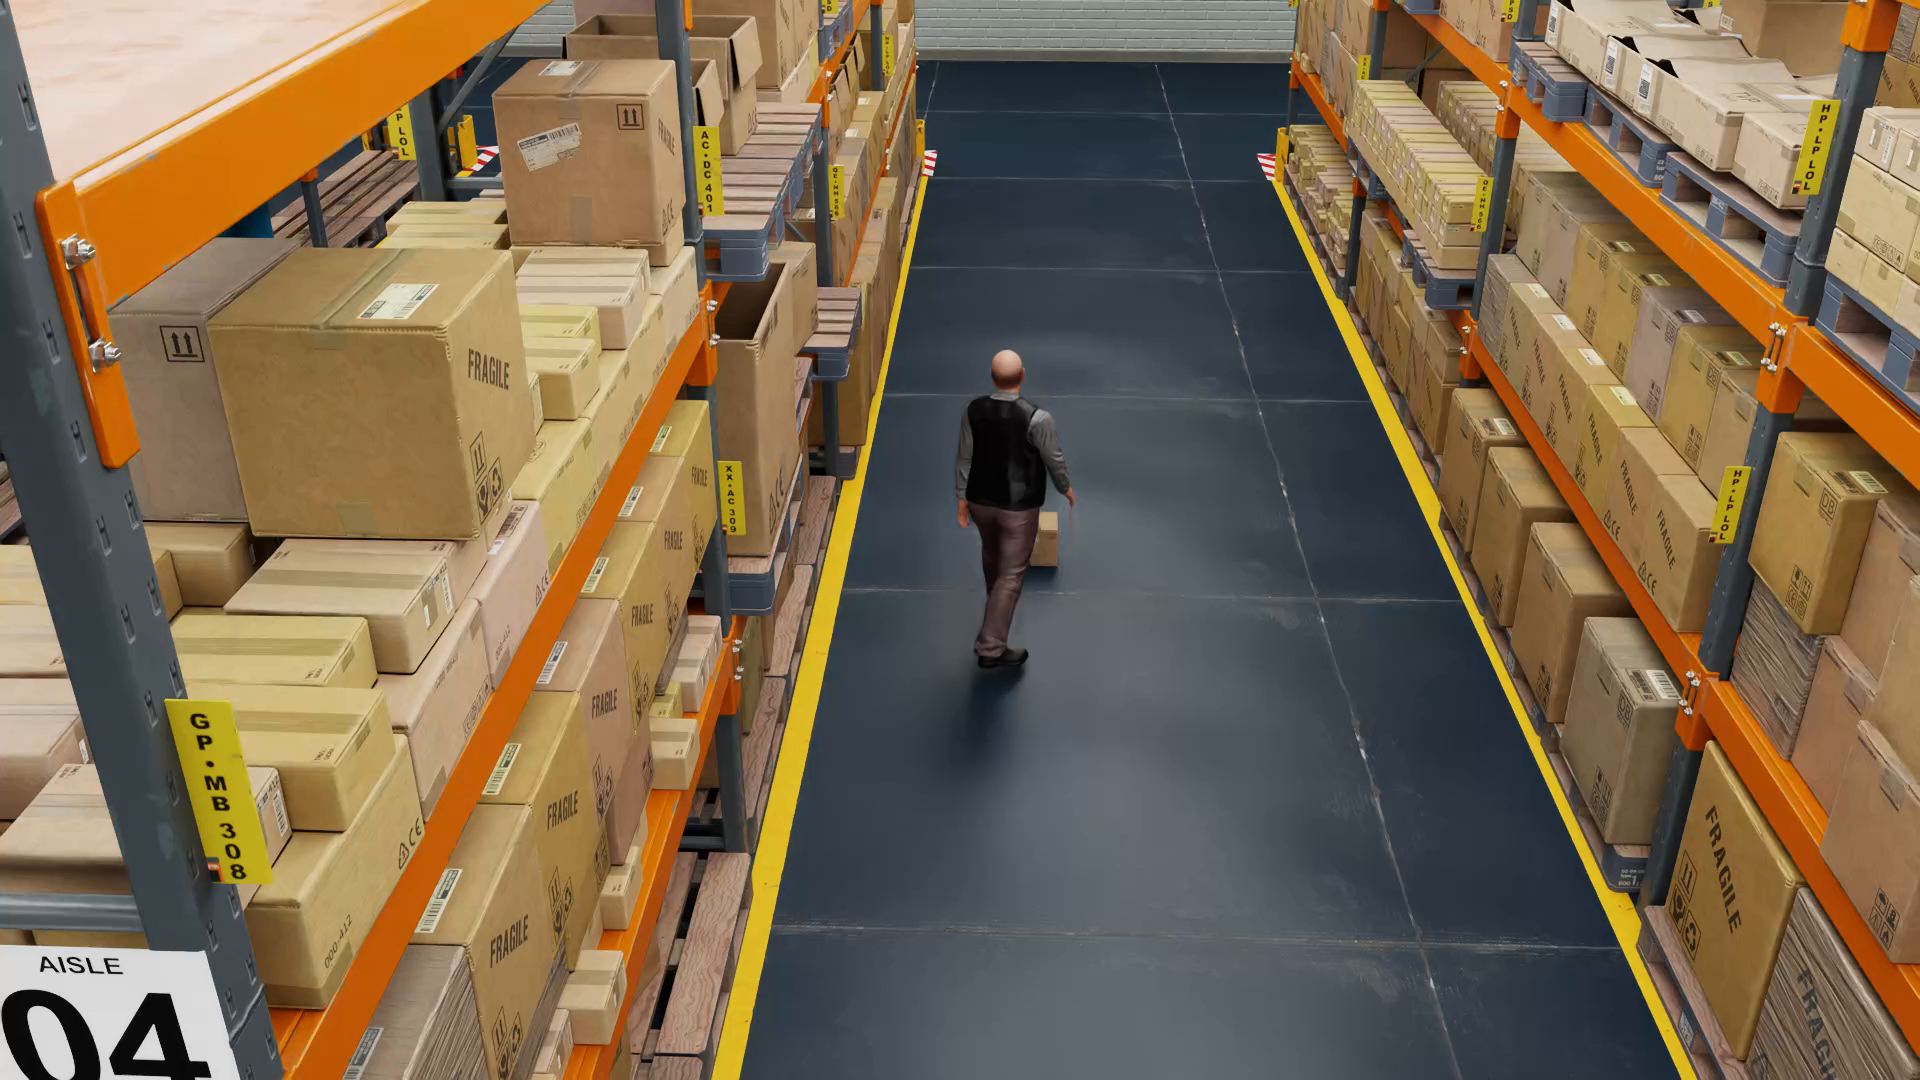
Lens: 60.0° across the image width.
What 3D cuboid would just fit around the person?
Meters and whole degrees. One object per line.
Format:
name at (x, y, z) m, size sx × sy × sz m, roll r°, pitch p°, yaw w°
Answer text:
person at (0.274, -0.215, 9.077) m, size 0.570 × 1.678 × 0.982 m, roll 16°, pitch 32°, yaw 27°
